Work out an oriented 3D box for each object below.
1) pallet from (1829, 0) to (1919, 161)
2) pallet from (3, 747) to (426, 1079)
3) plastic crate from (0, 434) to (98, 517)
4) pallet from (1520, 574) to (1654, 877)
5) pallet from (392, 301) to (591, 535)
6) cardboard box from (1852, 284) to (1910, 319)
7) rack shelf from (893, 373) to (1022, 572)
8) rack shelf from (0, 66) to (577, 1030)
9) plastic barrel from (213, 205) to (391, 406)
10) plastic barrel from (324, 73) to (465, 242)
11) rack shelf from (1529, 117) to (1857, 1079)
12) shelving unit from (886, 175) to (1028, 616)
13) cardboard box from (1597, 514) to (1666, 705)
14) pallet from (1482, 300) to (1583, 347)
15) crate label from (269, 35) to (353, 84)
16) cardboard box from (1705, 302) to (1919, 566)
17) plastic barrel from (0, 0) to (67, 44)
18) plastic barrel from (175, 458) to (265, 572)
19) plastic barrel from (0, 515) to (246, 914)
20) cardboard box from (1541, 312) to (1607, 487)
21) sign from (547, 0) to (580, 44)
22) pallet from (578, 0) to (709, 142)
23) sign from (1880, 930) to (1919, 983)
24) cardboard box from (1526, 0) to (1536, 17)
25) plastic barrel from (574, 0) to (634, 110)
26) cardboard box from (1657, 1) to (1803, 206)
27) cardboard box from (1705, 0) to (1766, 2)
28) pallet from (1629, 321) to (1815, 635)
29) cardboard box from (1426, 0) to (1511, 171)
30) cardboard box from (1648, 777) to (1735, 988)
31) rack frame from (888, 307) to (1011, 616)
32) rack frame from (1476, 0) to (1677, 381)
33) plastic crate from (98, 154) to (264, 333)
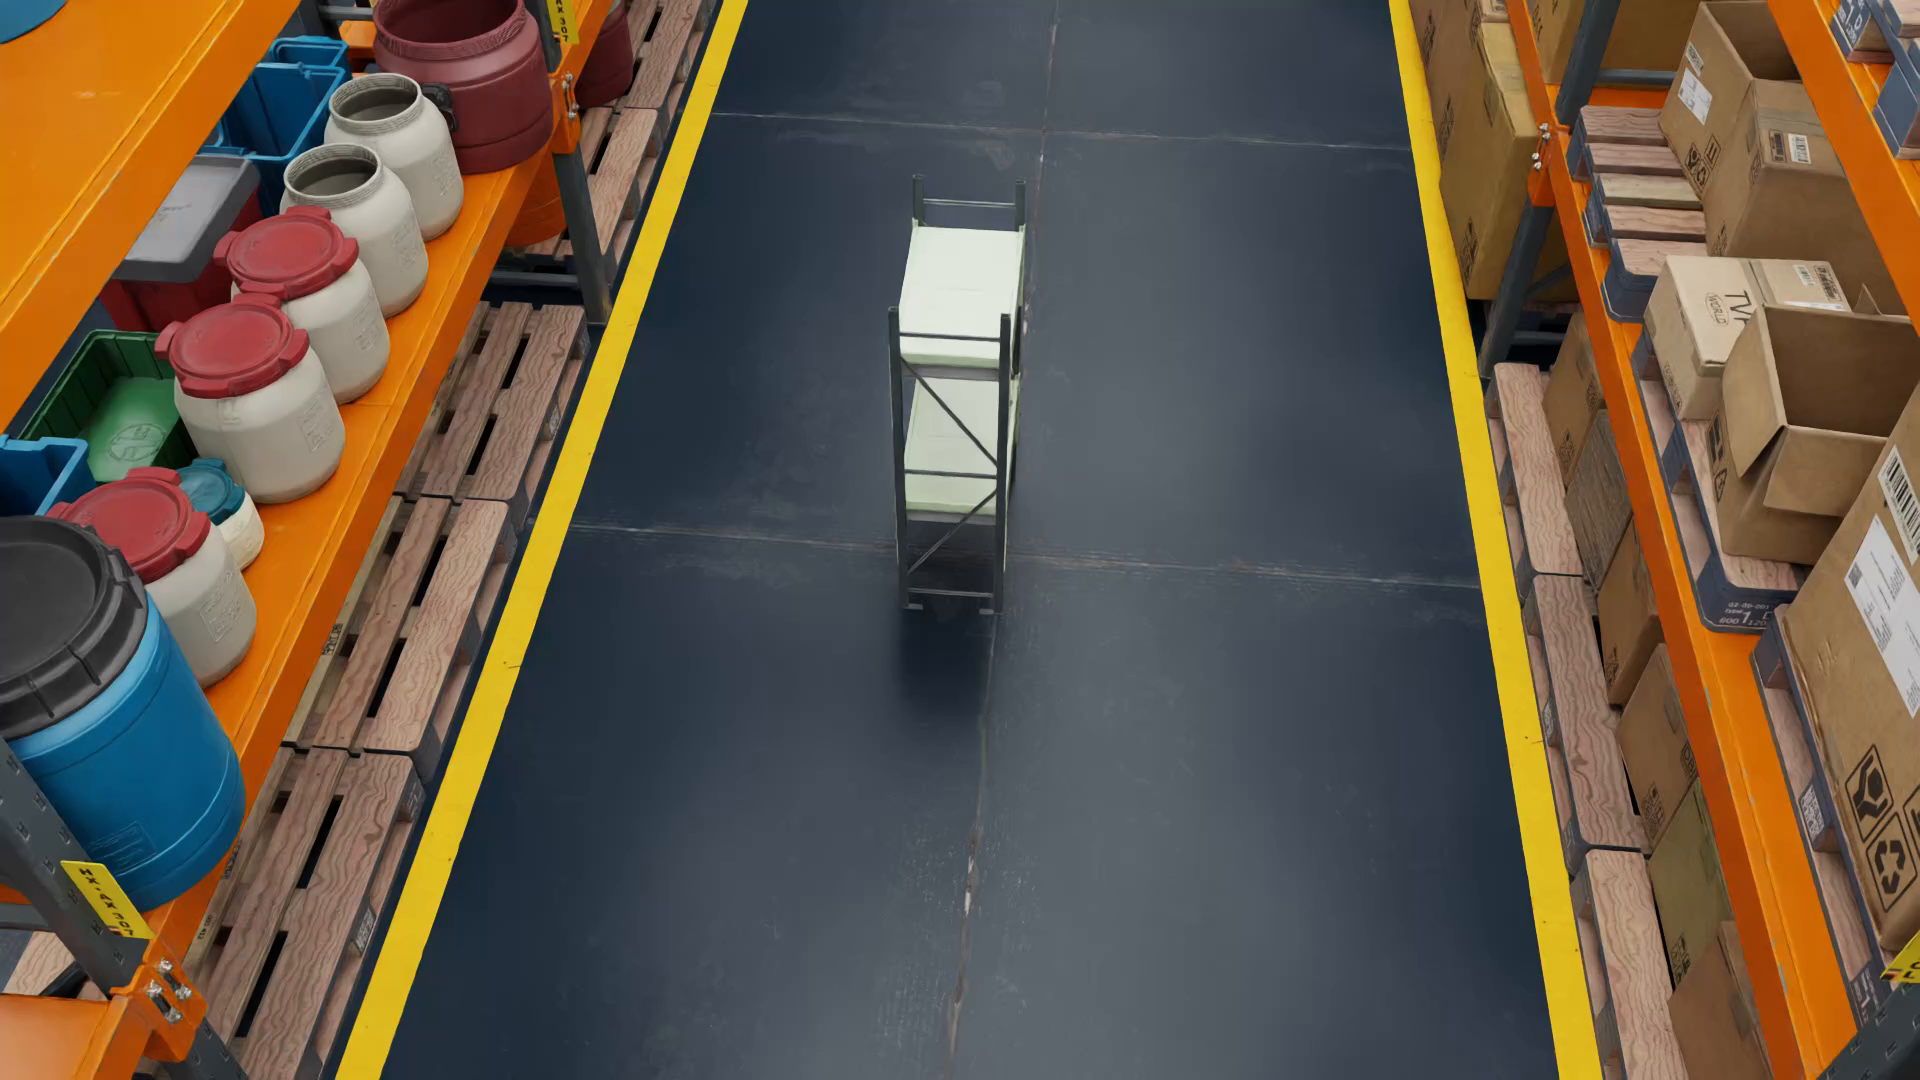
[{"bbox_3d":[2.706,-0.956,3.686,1.213,0.211,1.003,4,48,4],"label":"pallet"},{"bbox_3d":[-2.448,1.230,5.482,1.003,0.211,1.213,4,48,4],"label":"pallet"},{"bbox_3d":[-2.690,0.043,4.689,0.392,0.384,0.575,4,48,4],"label":"plastic crate"},{"bbox_3d":[2.630,0.672,5.992,1.003,0.211,1.213,4,48,4],"label":"pallet"},{"bbox_3d":[-2.225,-0.563,7.122,1.003,0.211,1.213,4,48,4],"label":"pallet"},{"bbox_3d":[2.933,-0.590,5.064,0.396,0.266,0.258,3,48,2],"label":"cardboard box"},{"bbox_3d":[-0.001,-0.281,6.433,0.431,0.370,0.720,4,48,4],"label":"rack shelf"},{"bbox_3d":[-2.298,-0.358,5.532,1.077,0.370,4.000,4,48,4],"label":"rack shelf"},{"bbox_3d":[-2.069,-0.722,5.286,0.433,0.535,0.433,0,48,0],"label":"plastic barrel"},{"bbox_3d":[-1.997,-1.338,5.865,0.421,0.512,0.421,0,48,0],"label":"plastic barrel"},{"bbox_3d":[2.634,-0.025,5.228,1.077,0.370,4.000,4,48,4],"label":"rack shelf"},{"bbox_3d":[-0.001,-0.501,6.192,0.431,1.500,0.755,4,48,4],"label":"shelving unit"},{"bbox_3d":[2.693,0.277,5.860,0.700,0.500,0.500,7,48,7],"label":"cardboard box"},{"bbox_3d":[2.963,-1.371,7.860,1.003,0.211,1.213,4,48,4],"label":"pallet"},{"bbox_3d":[-2.528,-1.730,6.413,0.303,0.233,0.416,4,48,4],"label":"crate label"},{"bbox_3d":[2.518,-0.255,4.596,0.797,0.503,0.637,8,48,8],"label":"cardboard box"},{"bbox_3d":[-2.531,-1.662,3.865,0.600,0.901,0.708,4,48,4],"label":"plastic barrel"},{"bbox_3d":[-2.207,-0.047,4.854,0.301,0.262,0.301,0,48,0],"label":"plastic barrel"},{"bbox_3d":[-2.144,0.436,3.979,0.600,0.901,0.708,4,48,4],"label":"plastic barrel"},{"bbox_3d":[2.775,-0.549,6.615,0.700,0.500,0.500,2,48,1],"label":"cardboard box"},{"bbox_3d":[-1.567,-2.094,6.522,0.100,0.325,0.005,4,48,4],"label":"sign"},{"bbox_3d":[-1.972,-2.606,8.990,1.003,0.211,1.213,4,48,4],"label":"pallet"},{"bbox_3d":[1.899,0.776,3.222,0.100,0.325,0.005,4,48,4],"label":"sign"},{"bbox_3d":[2.666,-2.516,6.951,0.500,0.500,0.500,3,48,3],"label":"cardboard box"},{"bbox_3d":[-1.985,-2.589,8.435,0.600,0.588,0.708,4,48,4],"label":"plastic barrel"},{"bbox_3d":[2.807,-1.513,5.749,0.500,0.500,0.500,-1,48,-1],"label":"cardboard box"},{"bbox_3d":[3.132,-2.110,6.579,0.500,0.500,0.500,5,48,5],"label":"cardboard box"},{"bbox_3d":[2.677,-0.215,5.044,1.003,0.211,1.213,4,48,4],"label":"pallet"},{"bbox_3d":[2.989,-2.322,7.997,1.225,0.875,0.875,4,48,4],"label":"cardboard box"},{"bbox_3d":[2.591,1.098,5.109,0.700,0.500,0.500,4,48,3],"label":"cardboard box"},{"bbox_3d":[-0.034,-0.232,5.946,0.400,1.500,0.023,4,48,4],"label":"rack frame"},{"bbox_3d":[2.816,-1.737,6.306,1.000,3.000,0.127,4,48,4],"label":"rack frame"},{"bbox_3d":[-2.568,-0.925,5.520,0.402,0.464,0.583,4,48,4],"label":"plastic crate"}]
